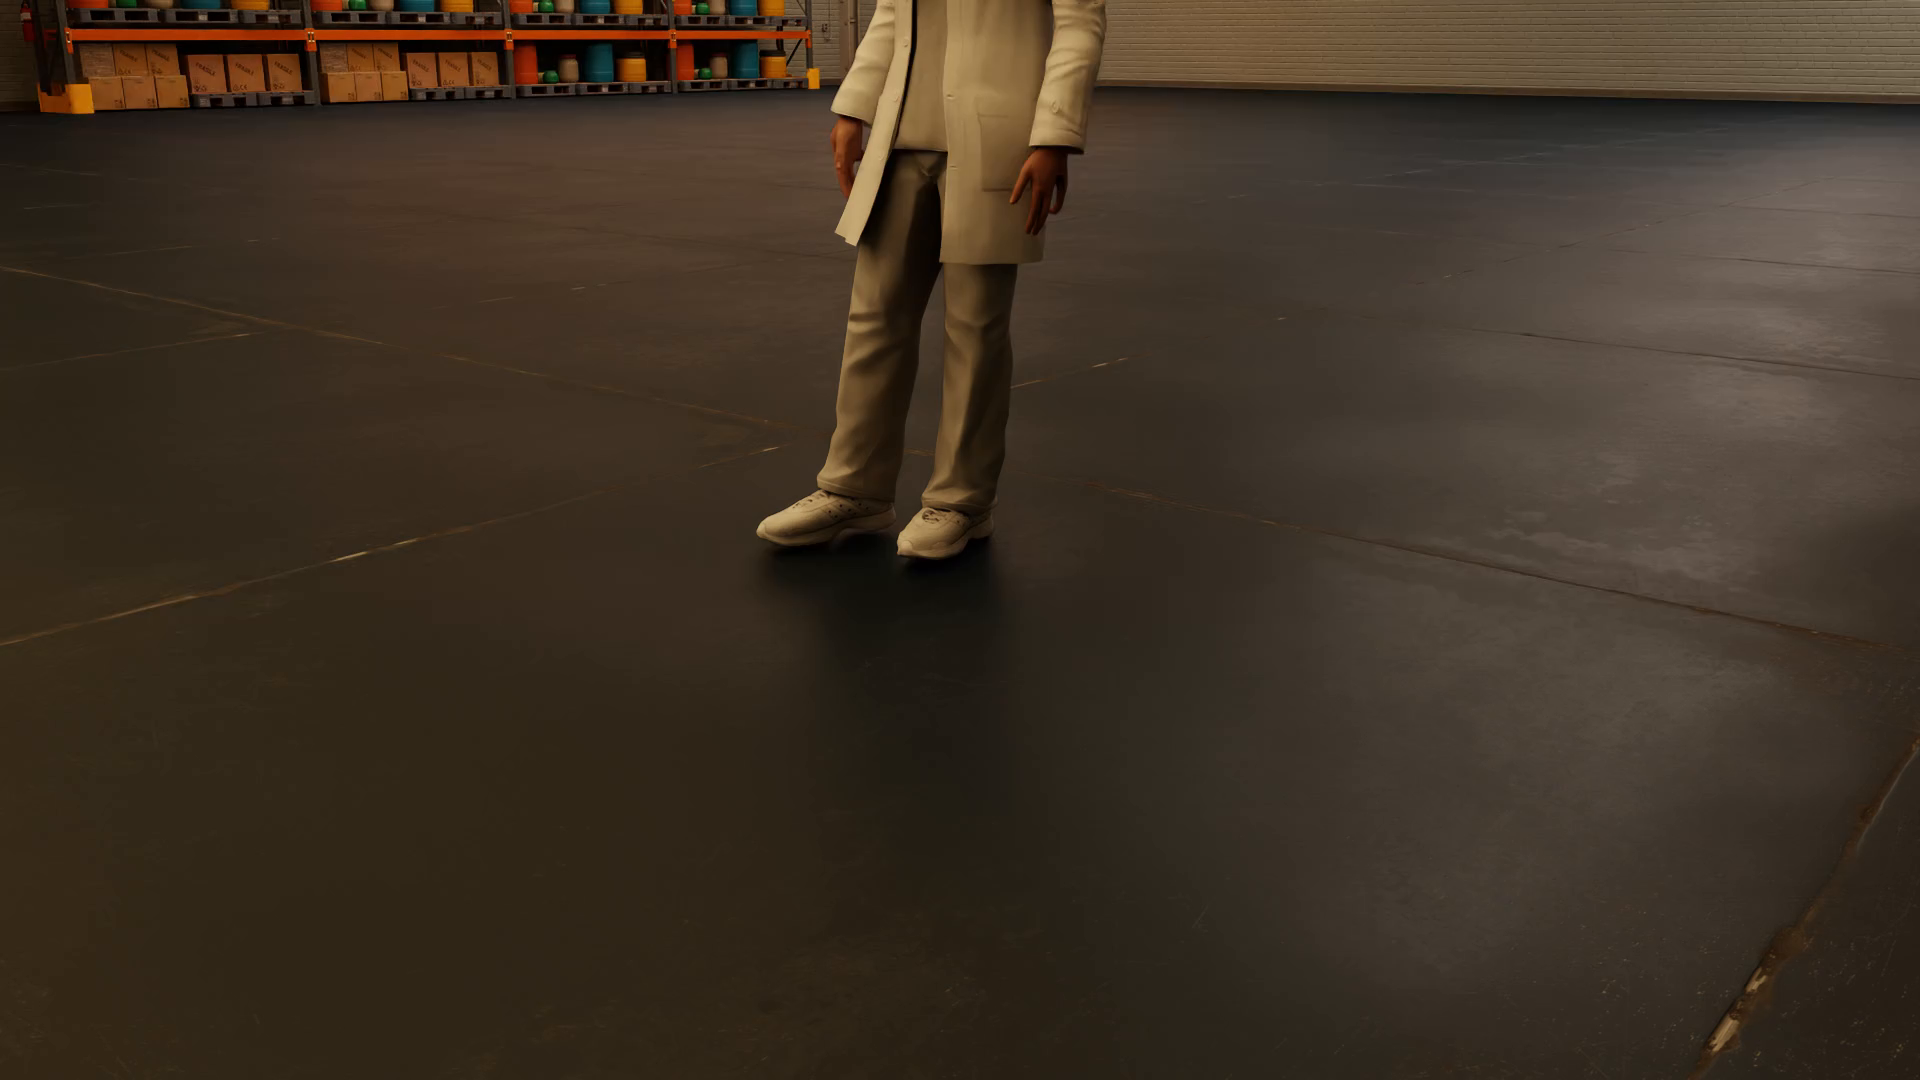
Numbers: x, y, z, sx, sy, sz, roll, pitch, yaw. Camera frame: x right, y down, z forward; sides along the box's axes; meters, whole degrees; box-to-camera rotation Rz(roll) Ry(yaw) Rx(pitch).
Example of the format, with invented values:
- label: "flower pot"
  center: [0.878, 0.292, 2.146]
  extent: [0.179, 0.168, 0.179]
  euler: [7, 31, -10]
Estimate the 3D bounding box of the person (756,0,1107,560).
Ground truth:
- label: "person"
  center: [-0.061, -0.838, 3.616]
  extent: [0.696, 1.778, 0.578]
  euler: [13, 21, 37]
